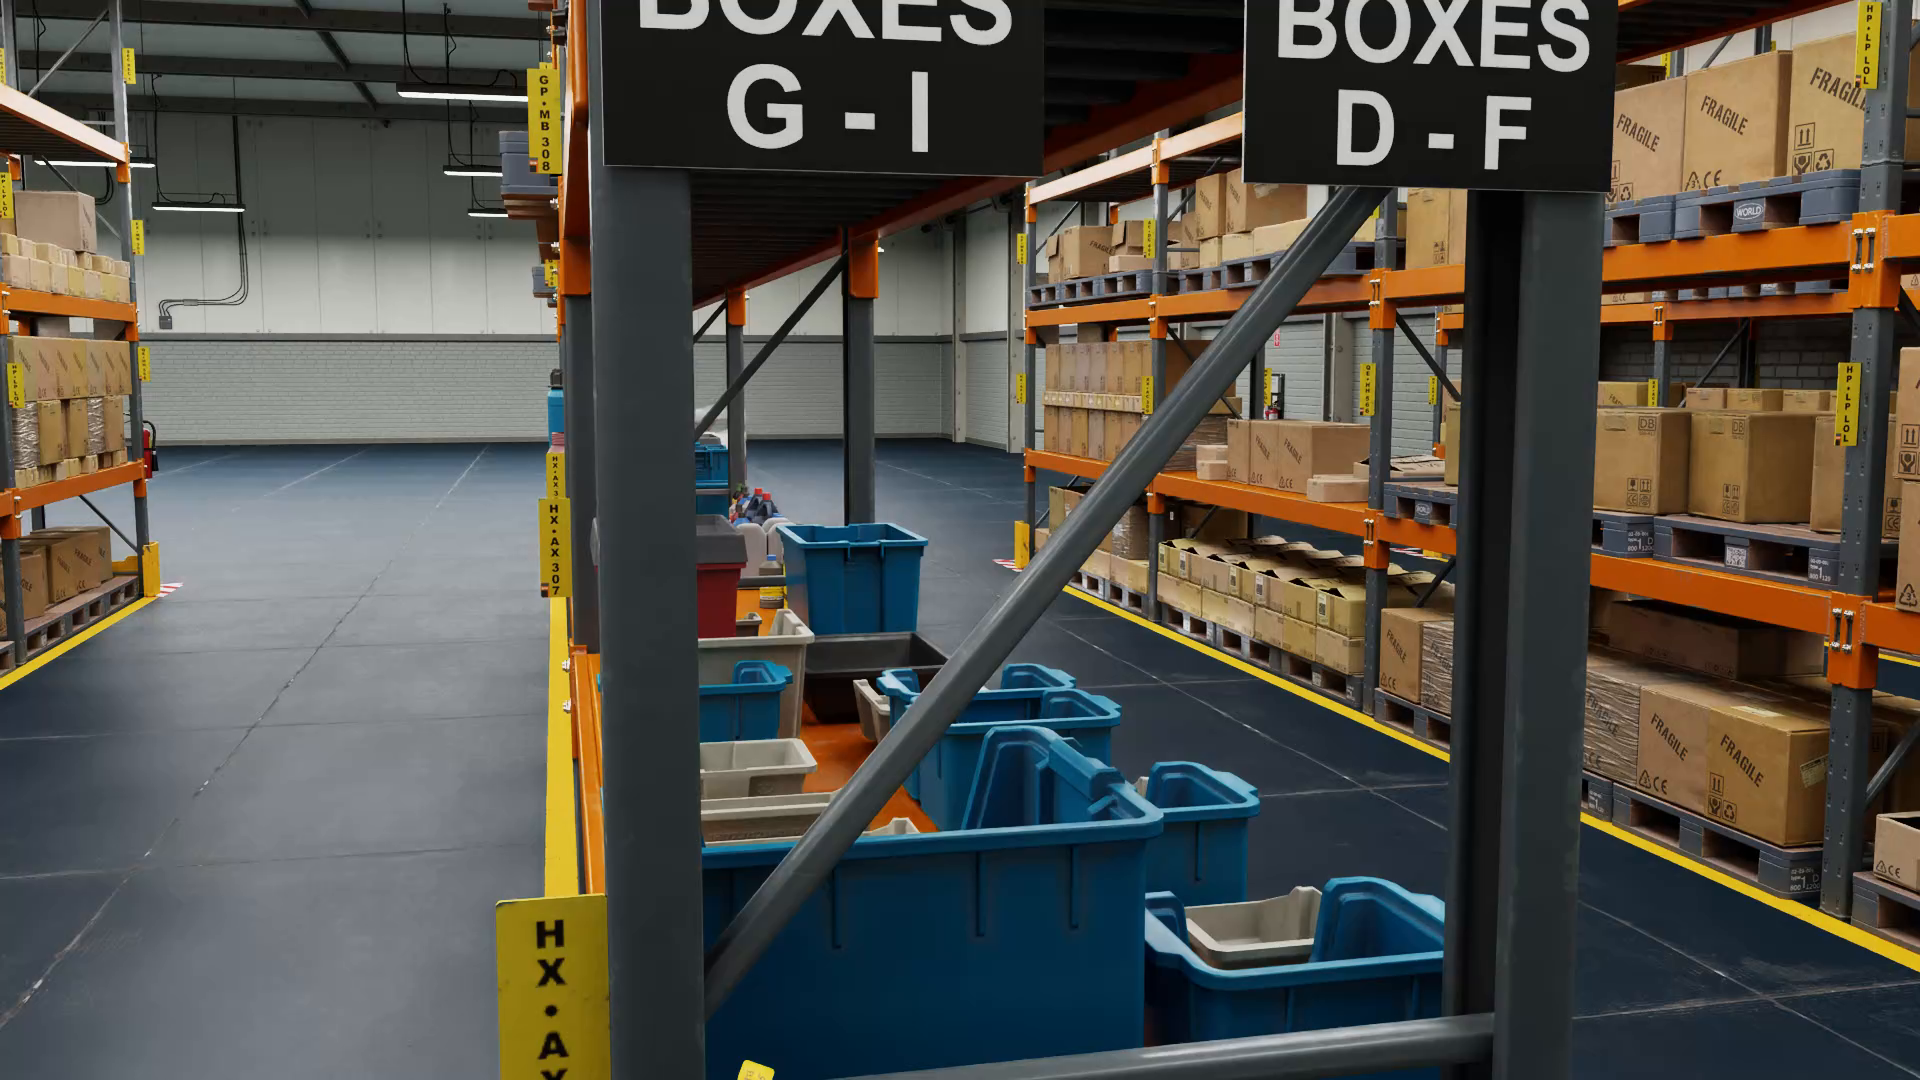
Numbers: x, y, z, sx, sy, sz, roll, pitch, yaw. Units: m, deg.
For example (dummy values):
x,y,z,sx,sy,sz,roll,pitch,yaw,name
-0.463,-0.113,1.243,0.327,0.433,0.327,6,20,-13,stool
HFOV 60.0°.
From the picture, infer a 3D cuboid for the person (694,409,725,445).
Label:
x,y,z,sx,sy,sz,roll,pitch,yaw,name
-2.861,-0.600,18.606,1.014,1.731,0.646,4,7,35,person
